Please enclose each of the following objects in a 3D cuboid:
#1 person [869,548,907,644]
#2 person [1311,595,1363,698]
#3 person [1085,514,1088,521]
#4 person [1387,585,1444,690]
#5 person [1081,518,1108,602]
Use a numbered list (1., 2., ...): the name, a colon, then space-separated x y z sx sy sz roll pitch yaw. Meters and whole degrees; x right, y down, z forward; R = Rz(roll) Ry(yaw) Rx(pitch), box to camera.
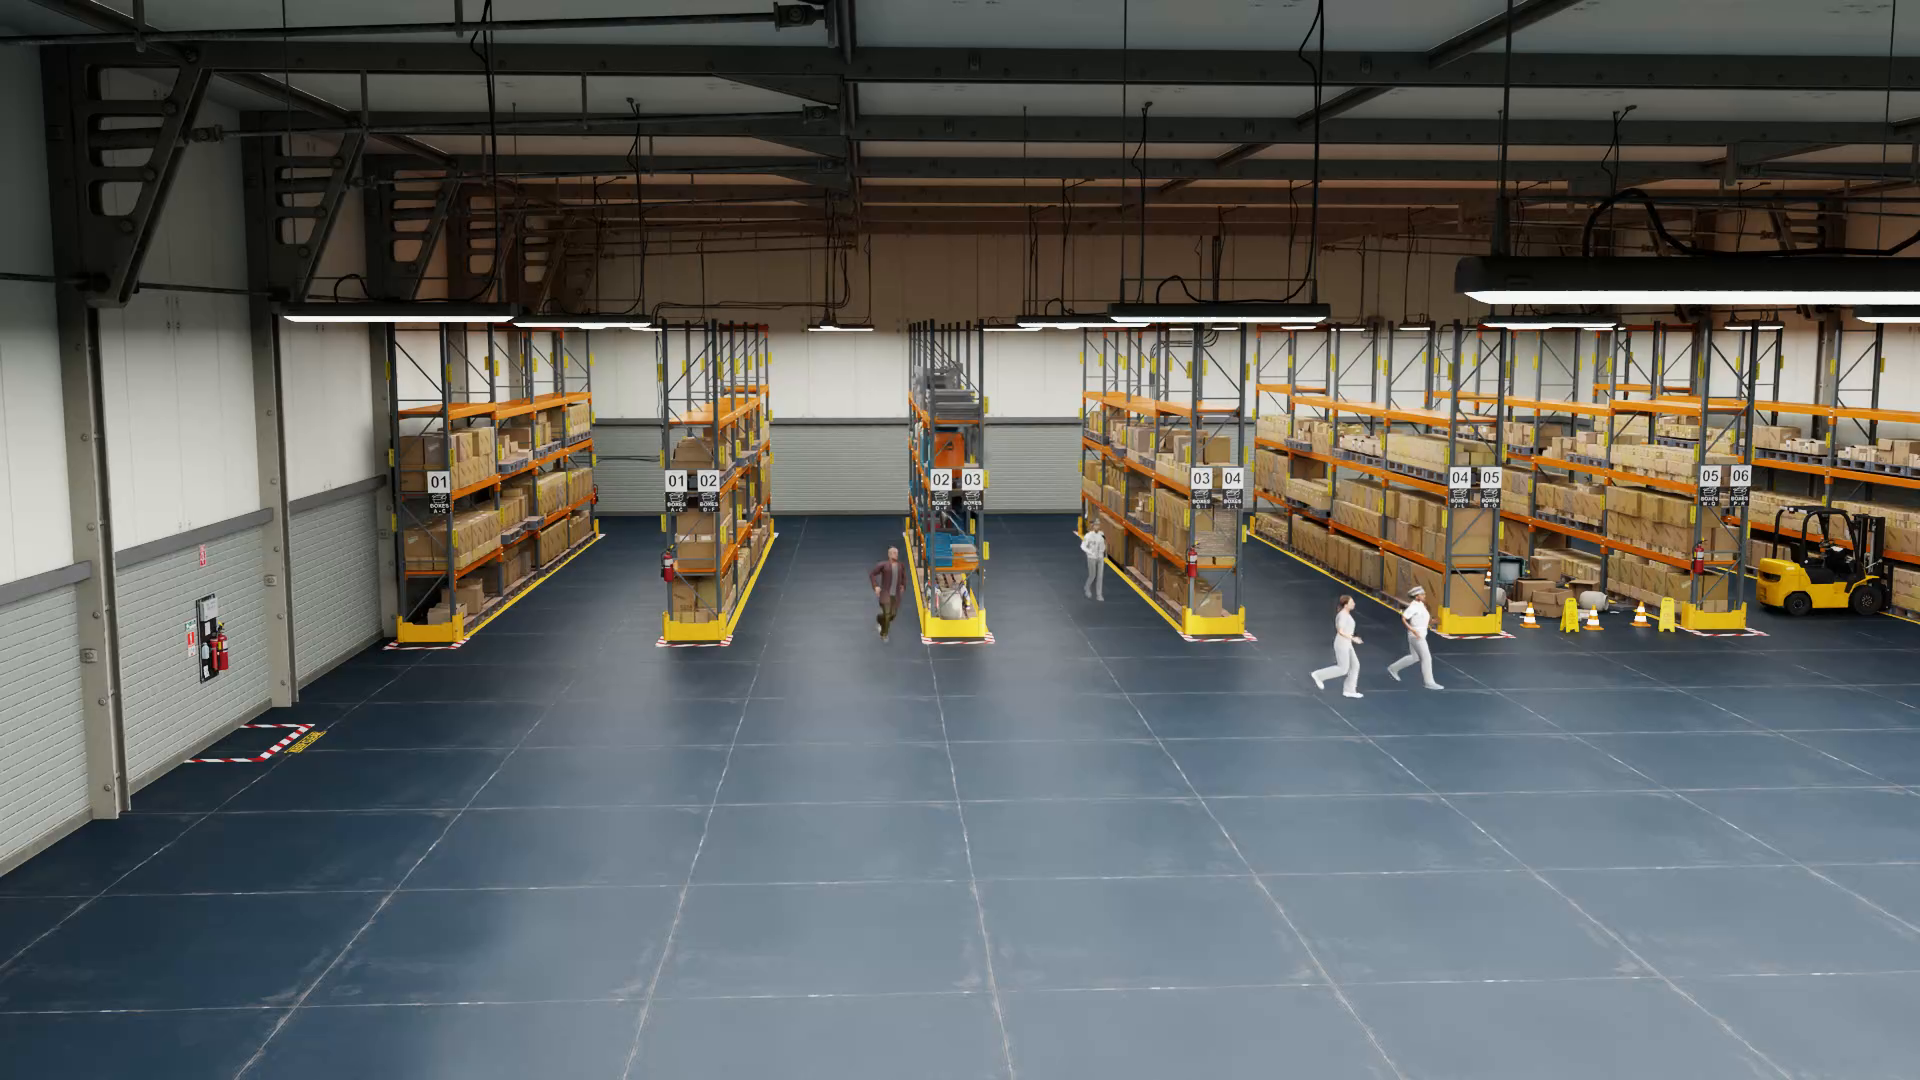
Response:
1. person: -1.331 1.017 31.252 0.762 1.750 0.759 -4 8 -28
2. person: 5.988 1.673 26.314 0.801 1.637 0.554 2 7 17
3. person: 4.016 -1.190 48.829 0.930 1.809 0.674 0 7 -1
4. person: 7.380 1.556 26.908 0.924 1.675 0.583 3 8 22
5. person: 2.789 0.388 34.086 0.618 1.682 0.808 -2 7 -17
